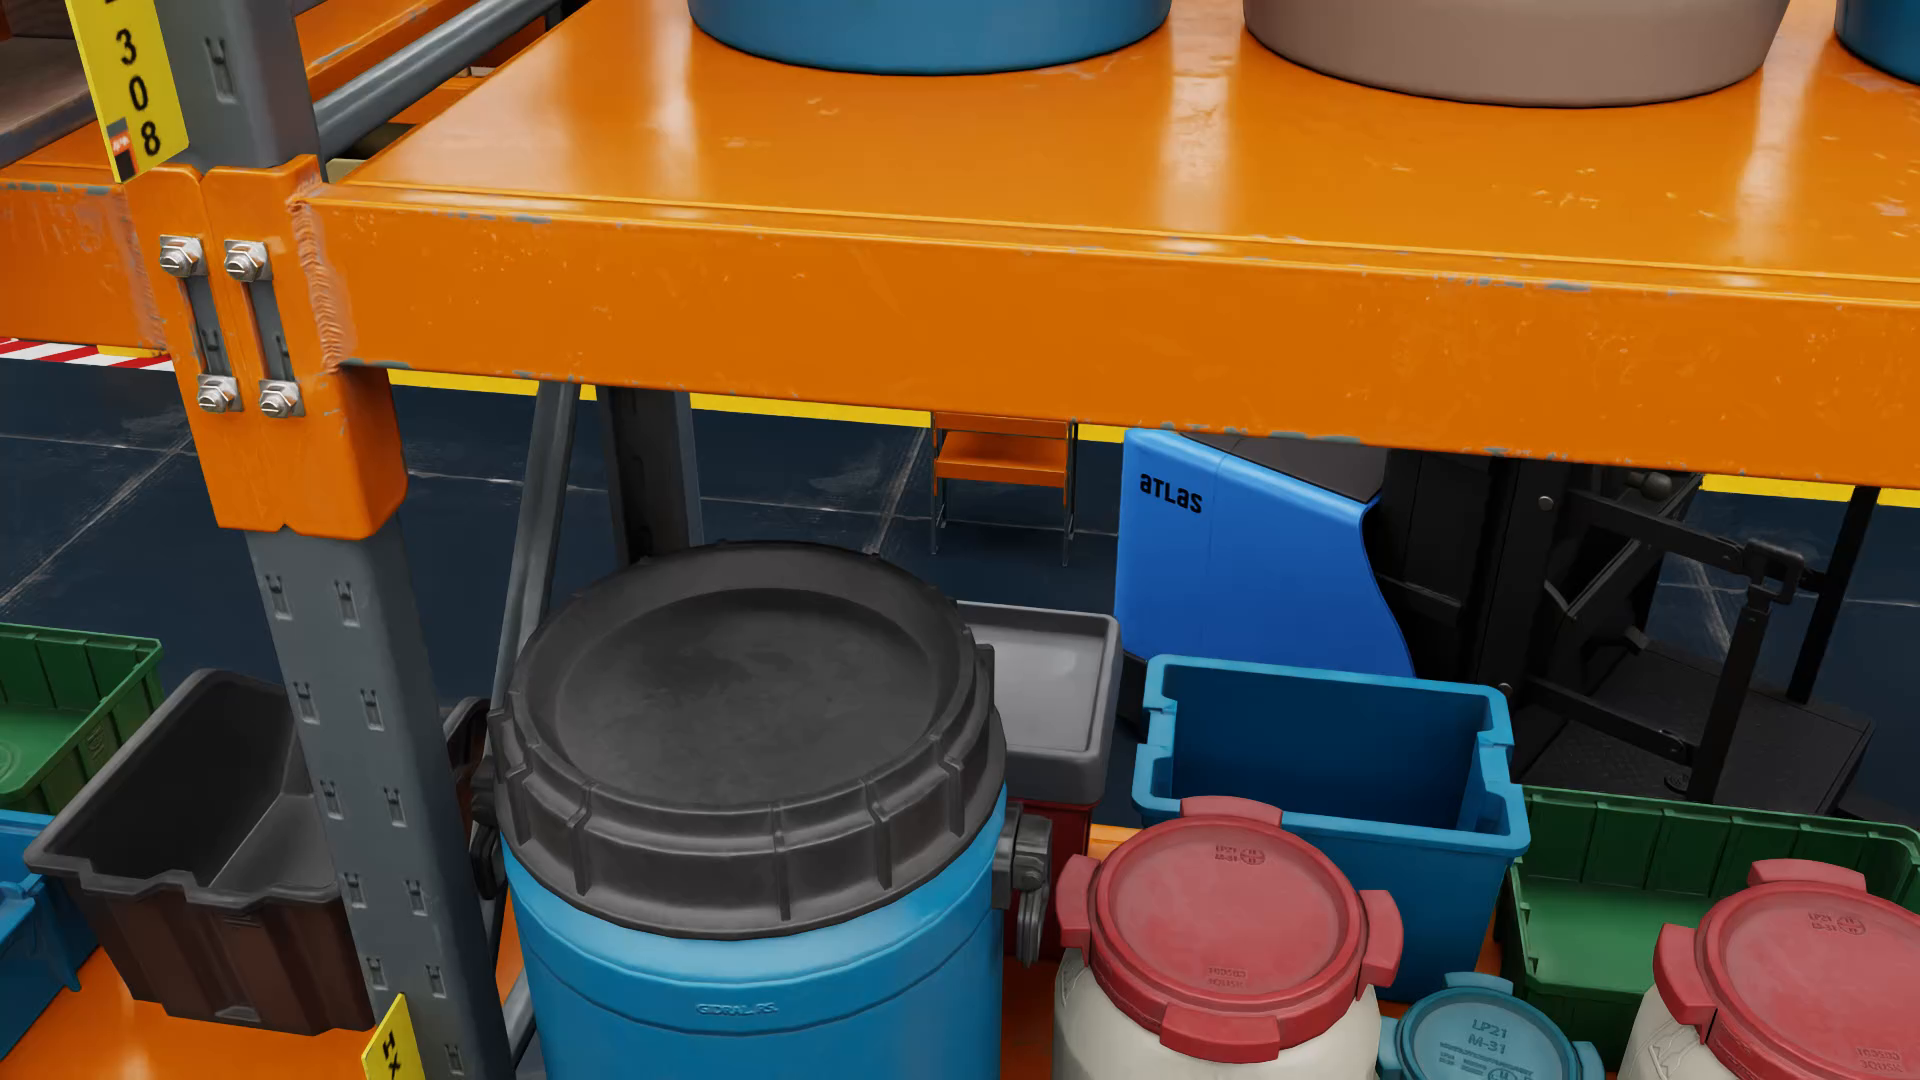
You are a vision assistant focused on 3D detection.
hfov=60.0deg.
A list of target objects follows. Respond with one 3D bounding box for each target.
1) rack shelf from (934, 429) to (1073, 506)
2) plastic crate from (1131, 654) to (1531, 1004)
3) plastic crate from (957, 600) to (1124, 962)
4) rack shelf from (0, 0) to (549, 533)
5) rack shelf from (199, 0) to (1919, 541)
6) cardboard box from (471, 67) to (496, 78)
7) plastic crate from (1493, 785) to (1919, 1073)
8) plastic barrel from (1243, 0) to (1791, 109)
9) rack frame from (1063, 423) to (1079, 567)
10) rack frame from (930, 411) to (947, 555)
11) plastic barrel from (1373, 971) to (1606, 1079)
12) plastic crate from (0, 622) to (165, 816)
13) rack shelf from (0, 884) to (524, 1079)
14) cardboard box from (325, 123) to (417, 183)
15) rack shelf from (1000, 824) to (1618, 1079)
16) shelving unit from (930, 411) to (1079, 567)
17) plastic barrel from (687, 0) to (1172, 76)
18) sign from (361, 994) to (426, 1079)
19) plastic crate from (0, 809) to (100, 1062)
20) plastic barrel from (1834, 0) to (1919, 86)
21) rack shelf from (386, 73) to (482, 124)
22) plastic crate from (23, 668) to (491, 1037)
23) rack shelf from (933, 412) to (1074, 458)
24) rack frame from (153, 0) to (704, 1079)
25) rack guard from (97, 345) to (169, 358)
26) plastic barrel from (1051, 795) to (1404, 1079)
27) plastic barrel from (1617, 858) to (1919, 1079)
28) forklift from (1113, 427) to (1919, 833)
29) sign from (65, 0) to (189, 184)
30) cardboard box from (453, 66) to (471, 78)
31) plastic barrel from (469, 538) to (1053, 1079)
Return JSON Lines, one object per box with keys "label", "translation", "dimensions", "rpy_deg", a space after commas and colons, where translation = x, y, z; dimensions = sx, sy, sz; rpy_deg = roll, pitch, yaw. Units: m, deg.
{"label": "rack shelf", "translation": [0.163, -0.268, 6.049], "dimensions": [0.480, 0.148, 0.258], "rpy_deg": [5, 32, 8]}
{"label": "plastic crate", "translation": [0.566, 0.478, 2.674], "dimensions": [0.575, 0.384, 0.392], "rpy_deg": [5, 32, 8]}
{"label": "plastic crate", "translation": [-0.045, 0.392, 2.737], "dimensions": [0.583, 0.464, 0.402], "rpy_deg": [5, 32, 8]}
{"label": "rack shelf", "translation": [-2.545, -0.609, 2.247], "dimensions": [4.000, 0.370, 1.077], "rpy_deg": [5, 32, 8]}
{"label": "rack shelf", "translation": [1.398, -0.252, 1.677], "dimensions": [4.000, 0.370, 1.077], "rpy_deg": [5, 32, 8]}
{"label": "cardboard box", "translation": [-1.695, -2.269, 6.953], "dimensions": [0.500, 0.500, 0.700], "rpy_deg": [6, 33, 10]}
{"label": "plastic crate", "translation": [1.191, 0.633, 2.611], "dimensions": [0.662, 0.188, 0.450], "rpy_deg": [5, 32, 8]}
{"label": "plastic barrel", "translation": [0.609, -0.958, 1.654], "dimensions": [0.600, 0.901, 0.600], "rpy_deg": [0, 32, 0]}
{"label": "rack frame", "translation": [0.404, -0.472, 5.873], "dimensions": [0.015, 1.200, 0.240], "rpy_deg": [5, 32, 8]}
{"label": "rack frame", "translation": [-0.077, -0.516, 5.943], "dimensions": [0.015, 1.200, 0.240], "rpy_deg": [5, 32, 8]}
{"label": "plastic barrel", "translation": [0.705, 0.793, 2.287], "dimensions": [0.301, 0.262, 0.301], "rpy_deg": [0, 32, 0]}
{"label": "plastic crate", "translation": [-1.864, 0.357, 3.053], "dimensions": [0.662, 0.188, 0.450], "rpy_deg": [5, 32, 8]}
{"label": "rack shelf", "translation": [-2.545, 0.662, 3.043], "dimensions": [4.000, 0.370, 1.077], "rpy_deg": [5, 32, 8]}
{"label": "cardboard box", "translation": [-2.695, -1.534, 7.363], "dimensions": [0.500, 0.500, 0.500], "rpy_deg": [5, 32, 8]}
{"label": "rack shelf", "translation": [1.398, 1.019, 2.473], "dimensions": [4.000, 0.370, 1.077], "rpy_deg": [5, 32, 8]}
{"label": "shelving unit", "translation": [0.163, -0.494, 5.908], "dimensions": [0.503, 1.200, 0.258], "rpy_deg": [5, 32, 8]}
{"label": "plastic barrel", "translation": [-0.036, -1.016, 1.747], "dimensions": [0.708, 0.901, 0.600], "rpy_deg": [5, 32, 8]}
{"label": "sign", "translation": [-0.677, 0.705, 2.036], "dimensions": [0.005, 0.325, 0.100], "rpy_deg": [5, 32, 8]}
{"label": "plastic crate", "translation": [-1.710, 0.642, 2.537], "dimensions": [0.616, 0.251, 0.499], "rpy_deg": [5, 32, 8]}
{"label": "plastic barrel", "translation": [1.254, -0.900, 1.560], "dimensions": [0.708, 0.901, 0.600], "rpy_deg": [5, 32, 8]}
{"label": "rack shelf", "translation": [-1.708, -1.928, 7.181], "dimensions": [4.000, 0.370, 1.077], "rpy_deg": [5, 32, 8]}
{"label": "plastic crate", "translation": [-1.068, 0.449, 2.764], "dimensions": [0.504, 0.338, 0.767], "rpy_deg": [5, 32, 8]}
{"label": "rack shelf", "translation": [0.163, -0.437, 5.944], "dimensions": [0.480, 0.148, 0.258], "rpy_deg": [5, 32, 8]}
{"label": "rack frame", "translation": [-0.574, 0.537, 2.564], "dimensions": [0.053, 2.616, 0.949], "rpy_deg": [5, 32, 8]}
{"label": "rack guard", "translation": [-3.703, -1.354, 7.942], "dimensions": [0.348, 0.500, 1.175], "rpy_deg": [5, 32, 8]}
{"label": "plastic barrel", "translation": [0.333, 0.678, 2.211], "dimensions": [0.433, 0.535, 0.433], "rpy_deg": [0, 32, 0]}
{"label": "plastic barrel", "translation": [1.056, 0.744, 2.107], "dimensions": [0.433, 0.535, 0.433], "rpy_deg": [0, 32, 0]}
{"label": "forklift", "translation": [1.912, -0.365, 4.070], "dimensions": [3.031, 2.935, 1.130], "rpy_deg": [24, 39, 33]}
{"label": "sign", "translation": [-0.677, -0.453, 1.311], "dimensions": [0.005, 0.325, 0.100], "rpy_deg": [5, 32, 8]}
{"label": "cardboard box", "translation": [-2.214, -2.314, 7.025], "dimensions": [0.500, 0.500, 0.700], "rpy_deg": [5, 32, 9]}
{"label": "plastic barrel", "translation": [-0.244, 0.516, 2.126], "dimensions": [0.708, 0.901, 0.600], "rpy_deg": [5, 32, 8]}
